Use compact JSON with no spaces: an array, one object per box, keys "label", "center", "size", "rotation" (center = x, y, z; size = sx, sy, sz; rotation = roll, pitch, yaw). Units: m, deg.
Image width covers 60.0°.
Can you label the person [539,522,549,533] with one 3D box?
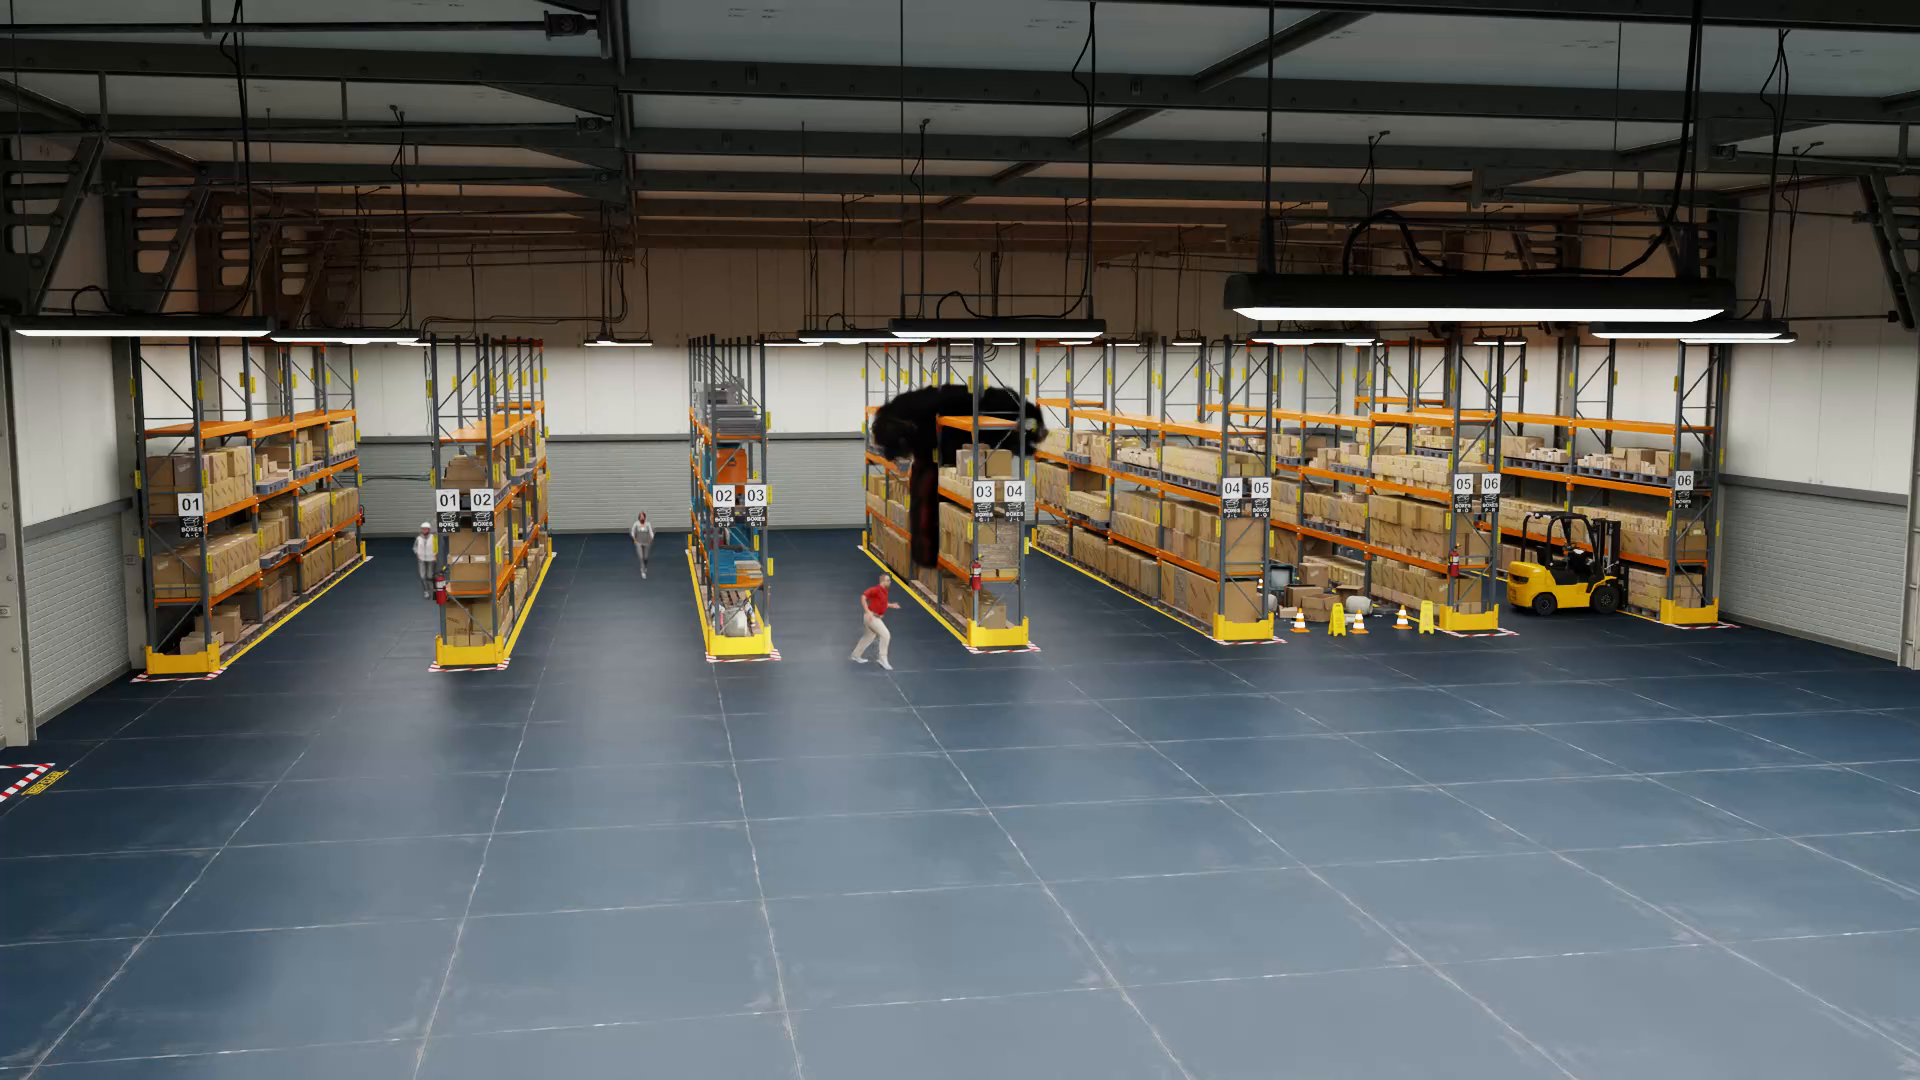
[{"label":"person","center":[-11.961,-0.533,47.085],"size":[0.592,1.727,0.721],"rotation":[-1,7,-5]}]

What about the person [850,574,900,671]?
[{"label":"person","center":[-1.556,1.464,29.810],"size":[0.931,1.738,0.677],"rotation":[2,7,16]}]

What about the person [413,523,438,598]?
[{"label":"person","center":[-12.355,0.461,38.559],"size":[0.661,1.730,0.585],"rotation":[-1,7,-6]}]

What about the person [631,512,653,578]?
[{"label":"person","center":[-7.606,0.111,39.818],"size":[0.525,1.571,0.600],"rotation":[-2,7,-15]}]

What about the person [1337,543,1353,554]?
[{"label":"person","center":[10.706,-0.367,46.382],"size":[0.531,1.579,0.869],"rotation":[-2,7,-20]}]
